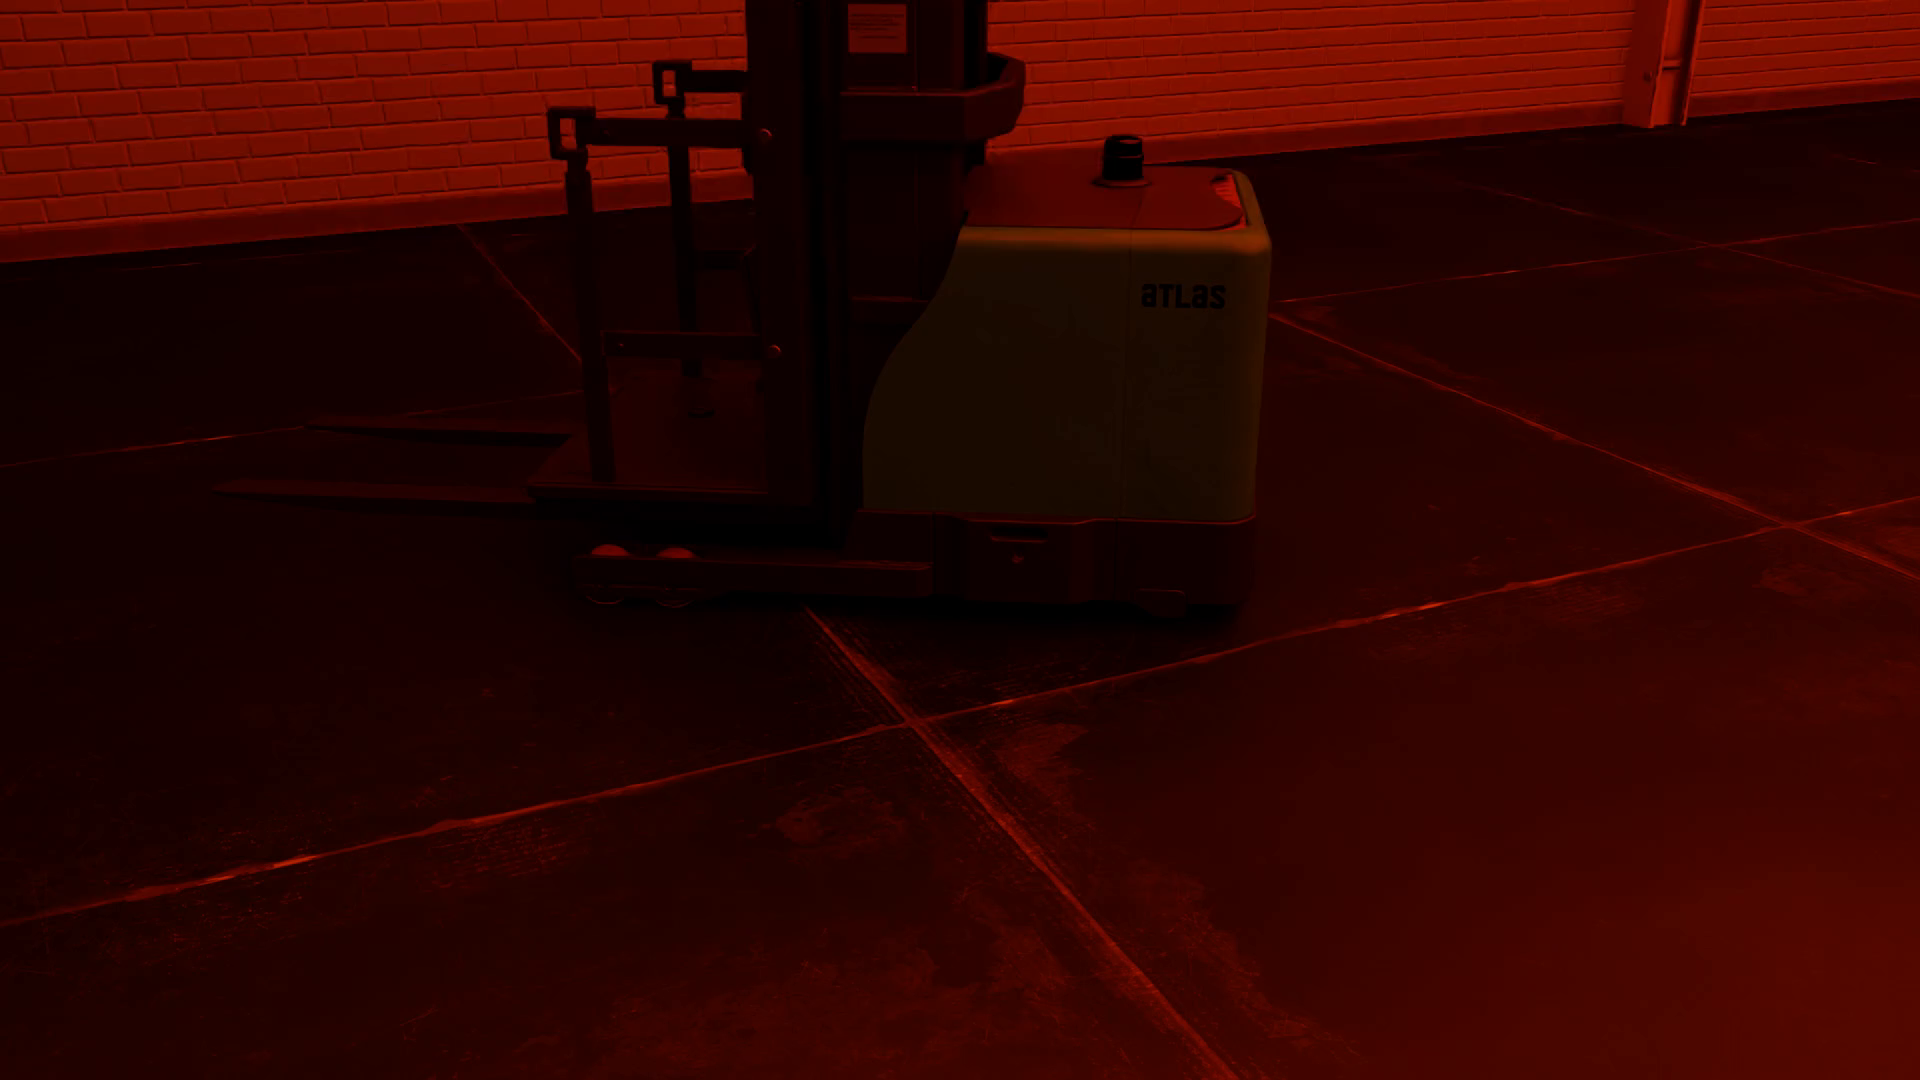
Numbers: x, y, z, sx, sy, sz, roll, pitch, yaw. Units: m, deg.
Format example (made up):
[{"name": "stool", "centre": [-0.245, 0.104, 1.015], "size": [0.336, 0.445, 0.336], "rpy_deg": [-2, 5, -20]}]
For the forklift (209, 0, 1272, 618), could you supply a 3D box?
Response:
[{"name": "forklift", "centre": [-0.663, -1.362, 4.565], "size": [3.031, 2.935, 1.130], "rpy_deg": [2, 23, 5]}]
